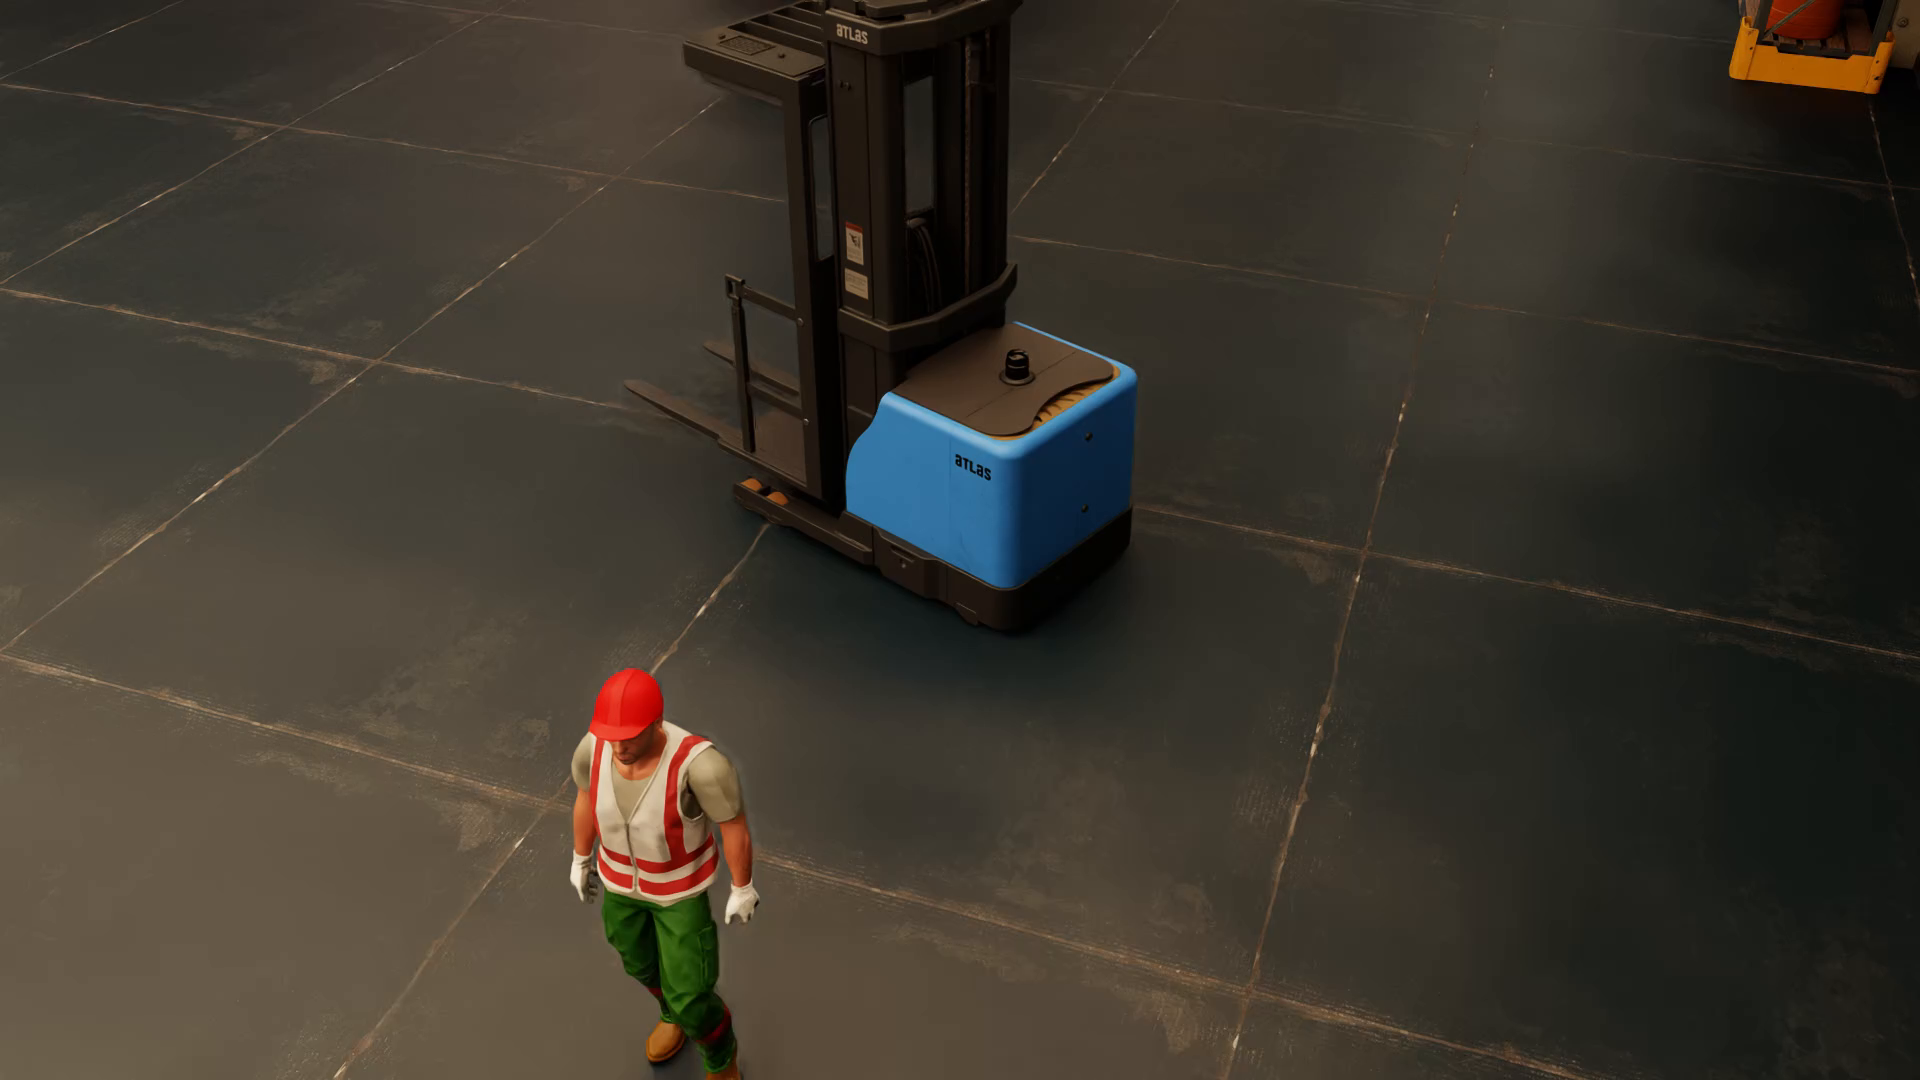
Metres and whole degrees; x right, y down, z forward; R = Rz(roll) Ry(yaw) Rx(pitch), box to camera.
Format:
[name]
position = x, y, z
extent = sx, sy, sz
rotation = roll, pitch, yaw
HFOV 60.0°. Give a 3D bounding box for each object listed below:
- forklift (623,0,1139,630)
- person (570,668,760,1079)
[forklift]
position = -0.572, -1.485, 8.205
extent = 3.031, 2.935, 1.130
rotation = 27, 43, 32
[person]
position = -1.010, 1.167, 5.503
extent = 0.658, 1.801, 0.486
rotation = 11, 37, 15
